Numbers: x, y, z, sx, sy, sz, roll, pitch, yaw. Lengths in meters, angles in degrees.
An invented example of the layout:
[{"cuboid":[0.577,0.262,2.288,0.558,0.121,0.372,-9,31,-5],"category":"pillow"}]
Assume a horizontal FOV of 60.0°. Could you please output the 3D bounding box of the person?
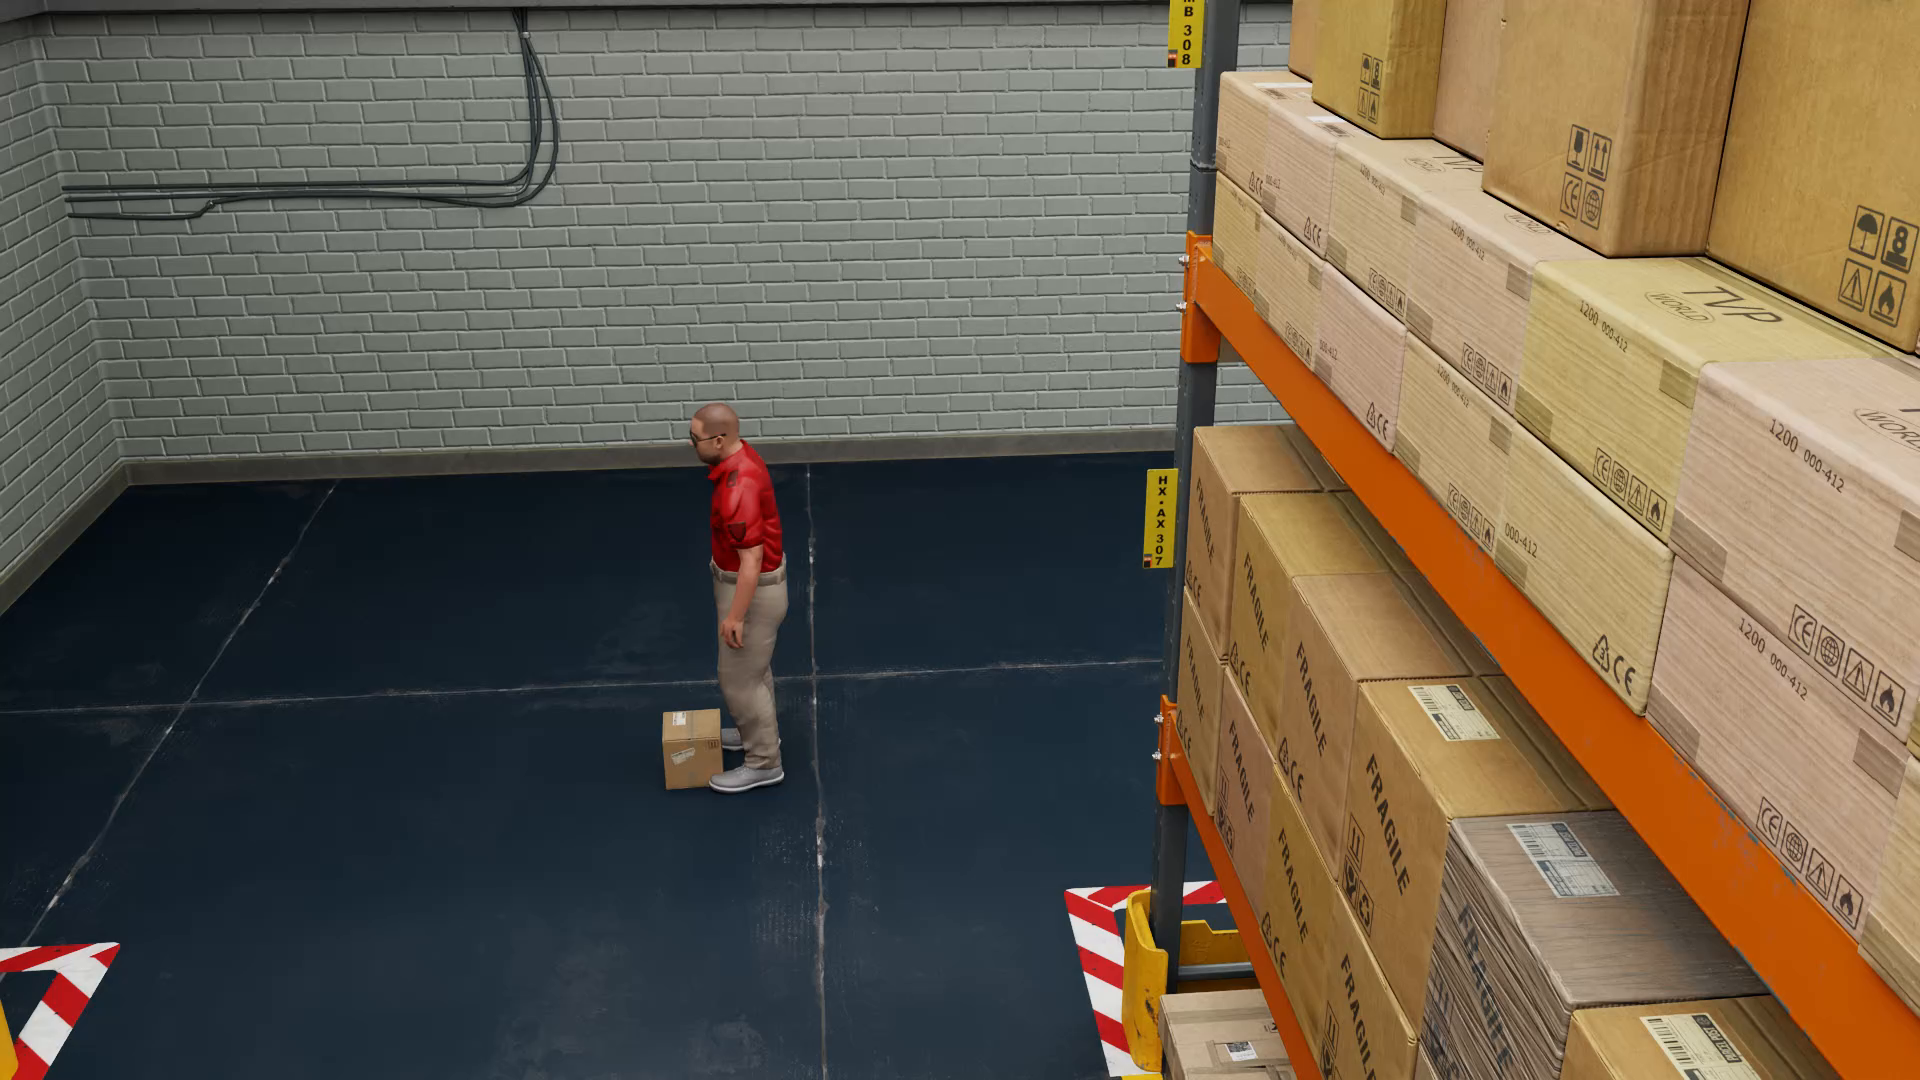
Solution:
[{"cuboid":[-0.929,0.230,7.089,0.389,1.726,0.587,-2,24,-5],"category":"person"}]
